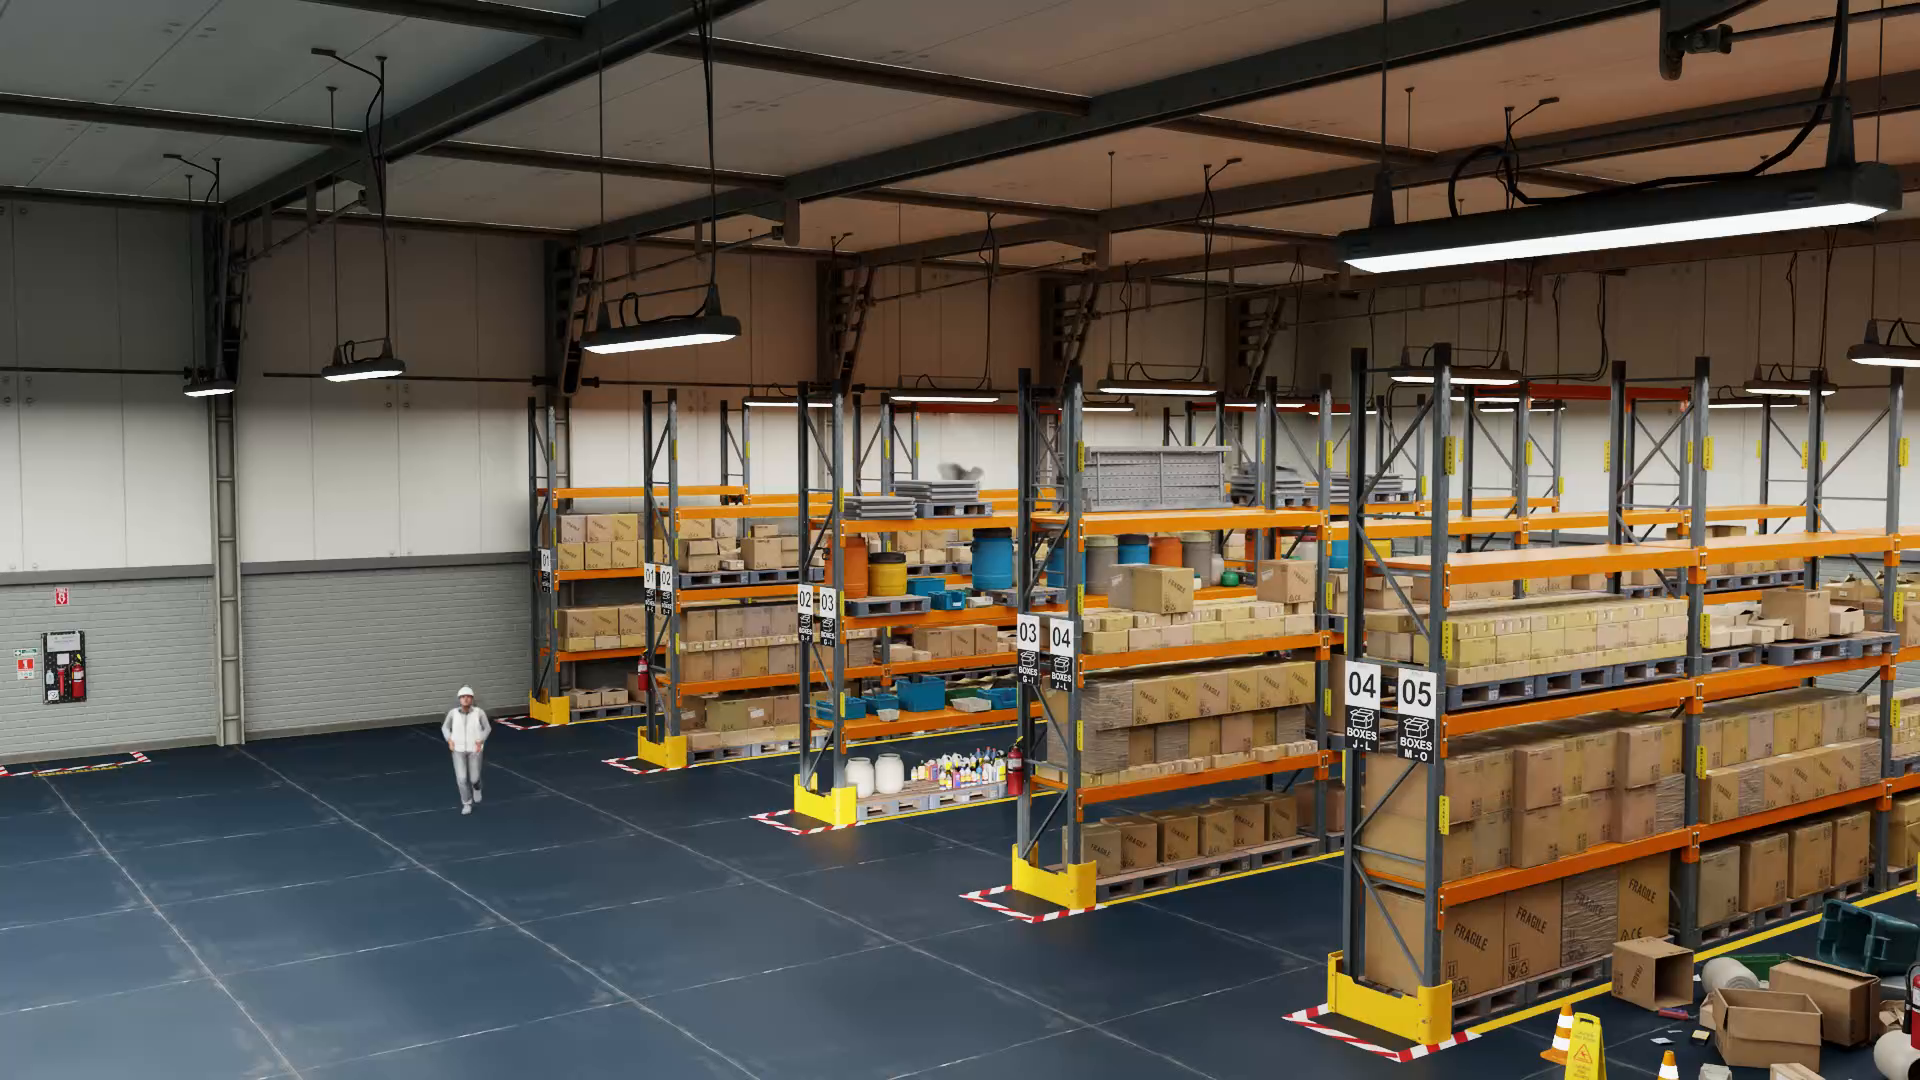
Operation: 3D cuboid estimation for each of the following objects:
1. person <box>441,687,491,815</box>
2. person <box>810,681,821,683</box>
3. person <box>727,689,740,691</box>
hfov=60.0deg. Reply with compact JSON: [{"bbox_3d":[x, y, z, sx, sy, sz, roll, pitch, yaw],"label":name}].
[{"bbox_3d":[-6.907,2.922,23.272,0.670,1.746,0.617,-1,3,-12],"label":"person"},{"bbox_3d":[-2.595,2.502,30.442,0.900,1.769,0.711,-3,5,-42],"label":"person"},{"bbox_3d":[-3.948,2.634,29.529,0.910,1.652,0.593,-3,4,-40],"label":"person"}]
